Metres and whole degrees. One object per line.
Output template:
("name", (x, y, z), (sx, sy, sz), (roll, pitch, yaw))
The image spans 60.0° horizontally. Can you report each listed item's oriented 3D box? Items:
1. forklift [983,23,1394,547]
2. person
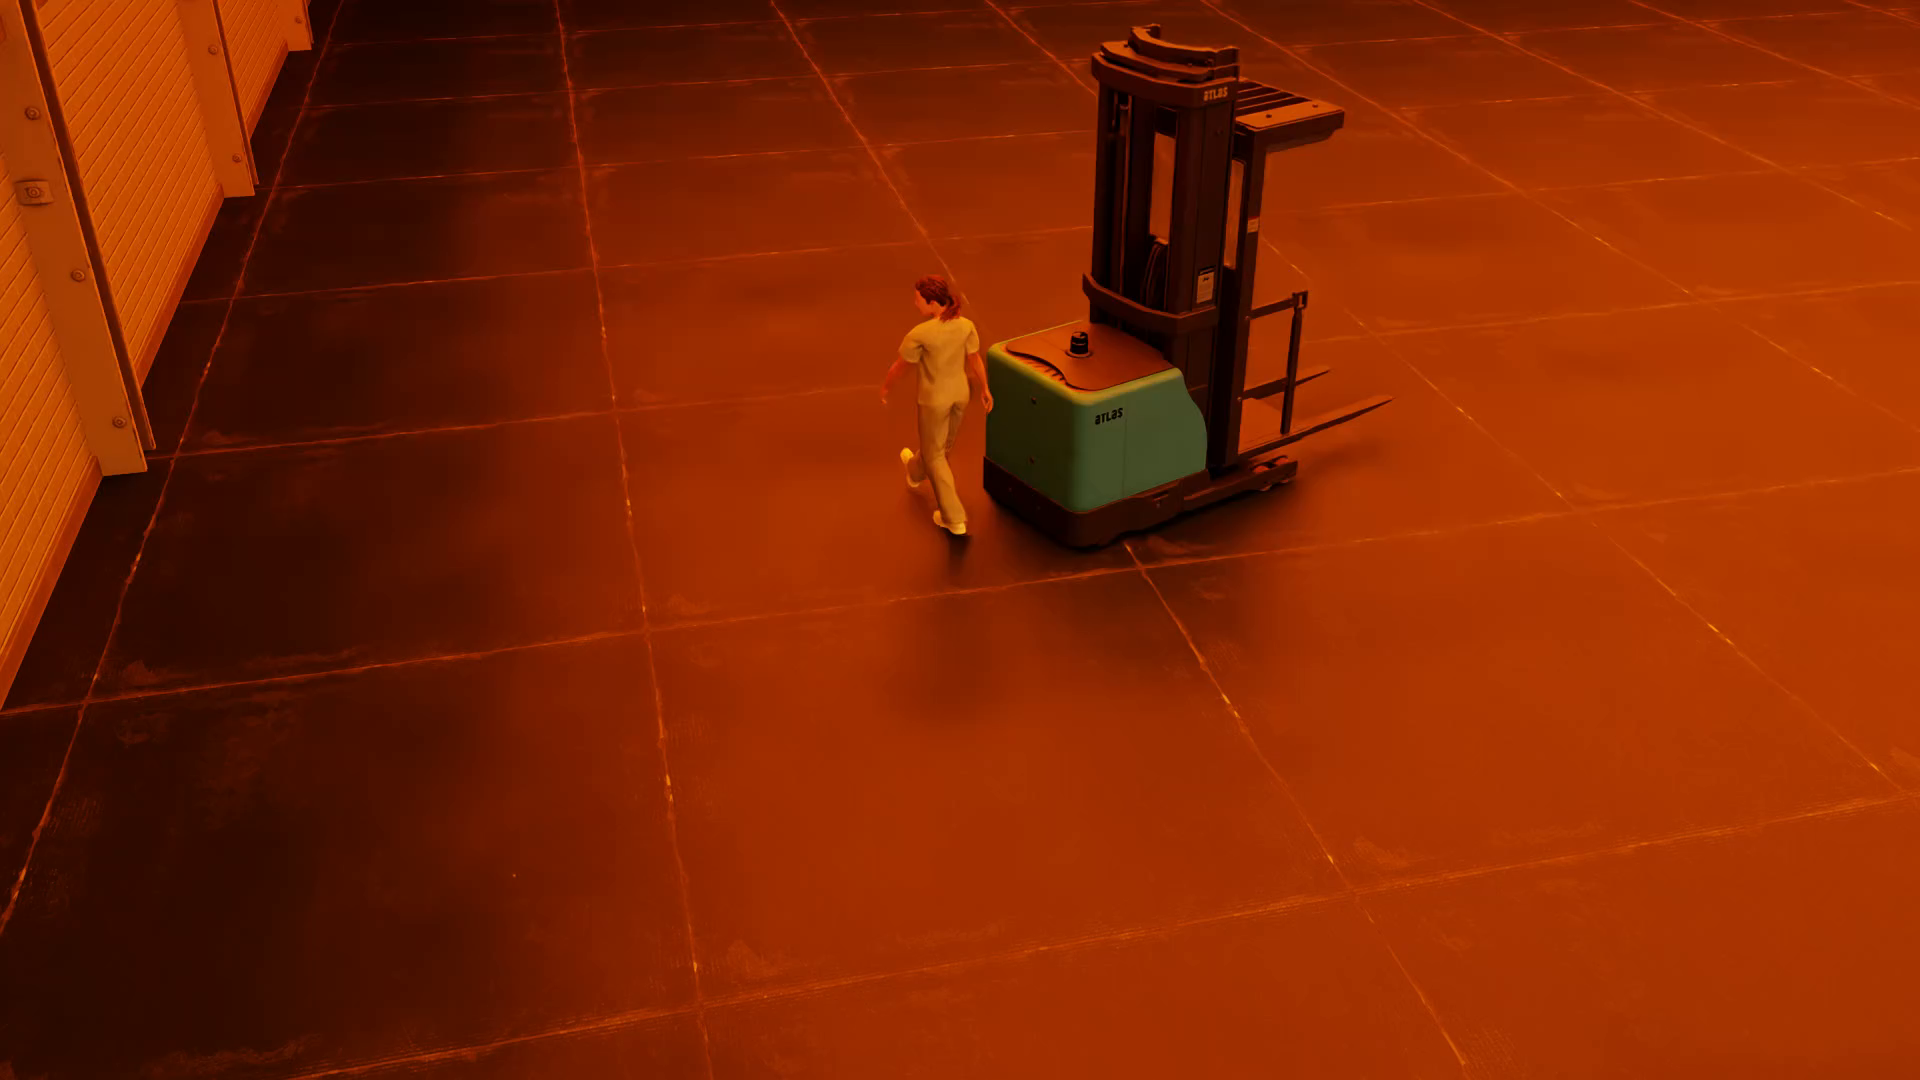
("forklift", (1.651, -1.792, 10.669), (3.031, 2.935, 1.130), (-19, 35, -30))
("person", (-0.164, -0.938, 10.499), (0.620, 1.629, 0.910), (-19, 35, -29))
